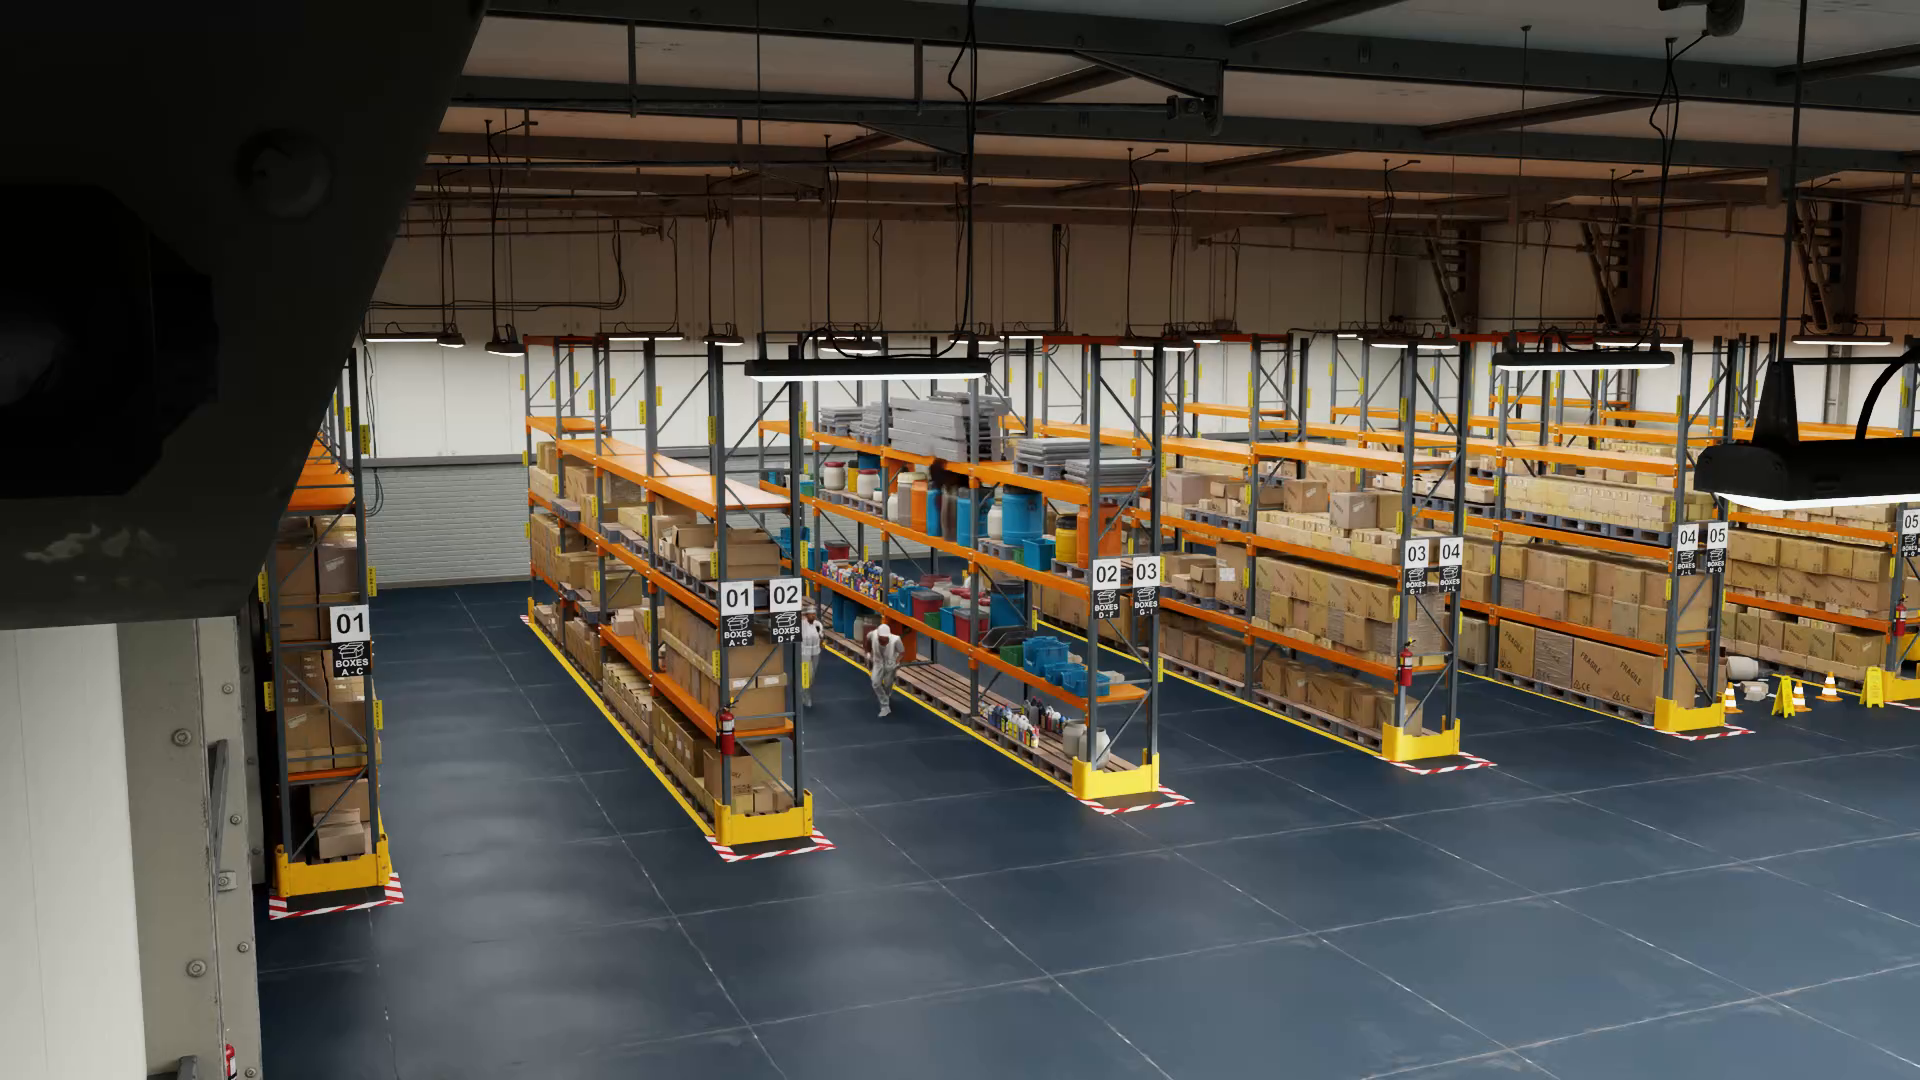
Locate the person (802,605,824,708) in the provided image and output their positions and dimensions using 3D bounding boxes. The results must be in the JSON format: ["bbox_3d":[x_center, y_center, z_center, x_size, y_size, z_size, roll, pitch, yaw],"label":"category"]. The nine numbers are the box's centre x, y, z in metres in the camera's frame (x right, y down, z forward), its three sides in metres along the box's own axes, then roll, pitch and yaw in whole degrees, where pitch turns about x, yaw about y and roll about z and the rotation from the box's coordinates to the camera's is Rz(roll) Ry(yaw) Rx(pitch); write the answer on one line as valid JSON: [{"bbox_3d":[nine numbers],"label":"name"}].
[{"bbox_3d":[-2.472,1.897,27.282,0.487,1.705,0.802,-5,9,-32],"label":"person"}]

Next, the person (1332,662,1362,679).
[{"bbox_3d":[6.840,1.699,28.837,0.633,1.620,0.650,-4,8,-25],"label":"person"}]

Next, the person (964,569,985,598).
[{"bbox_3d":[0.278,1.282,31.777,0.538,1.722,0.831,-4,9,-29],"label":"person"}]

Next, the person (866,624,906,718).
[{"bbox_3d":[-1.174,2.035,26.753,0.675,1.542,1.216,1,8,7],"label":"person"}]

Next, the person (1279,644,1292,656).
[{"bbox_3d":[6.276,1.316,31.439,0.622,1.767,0.736,-5,9,-33],"label":"person"}]
